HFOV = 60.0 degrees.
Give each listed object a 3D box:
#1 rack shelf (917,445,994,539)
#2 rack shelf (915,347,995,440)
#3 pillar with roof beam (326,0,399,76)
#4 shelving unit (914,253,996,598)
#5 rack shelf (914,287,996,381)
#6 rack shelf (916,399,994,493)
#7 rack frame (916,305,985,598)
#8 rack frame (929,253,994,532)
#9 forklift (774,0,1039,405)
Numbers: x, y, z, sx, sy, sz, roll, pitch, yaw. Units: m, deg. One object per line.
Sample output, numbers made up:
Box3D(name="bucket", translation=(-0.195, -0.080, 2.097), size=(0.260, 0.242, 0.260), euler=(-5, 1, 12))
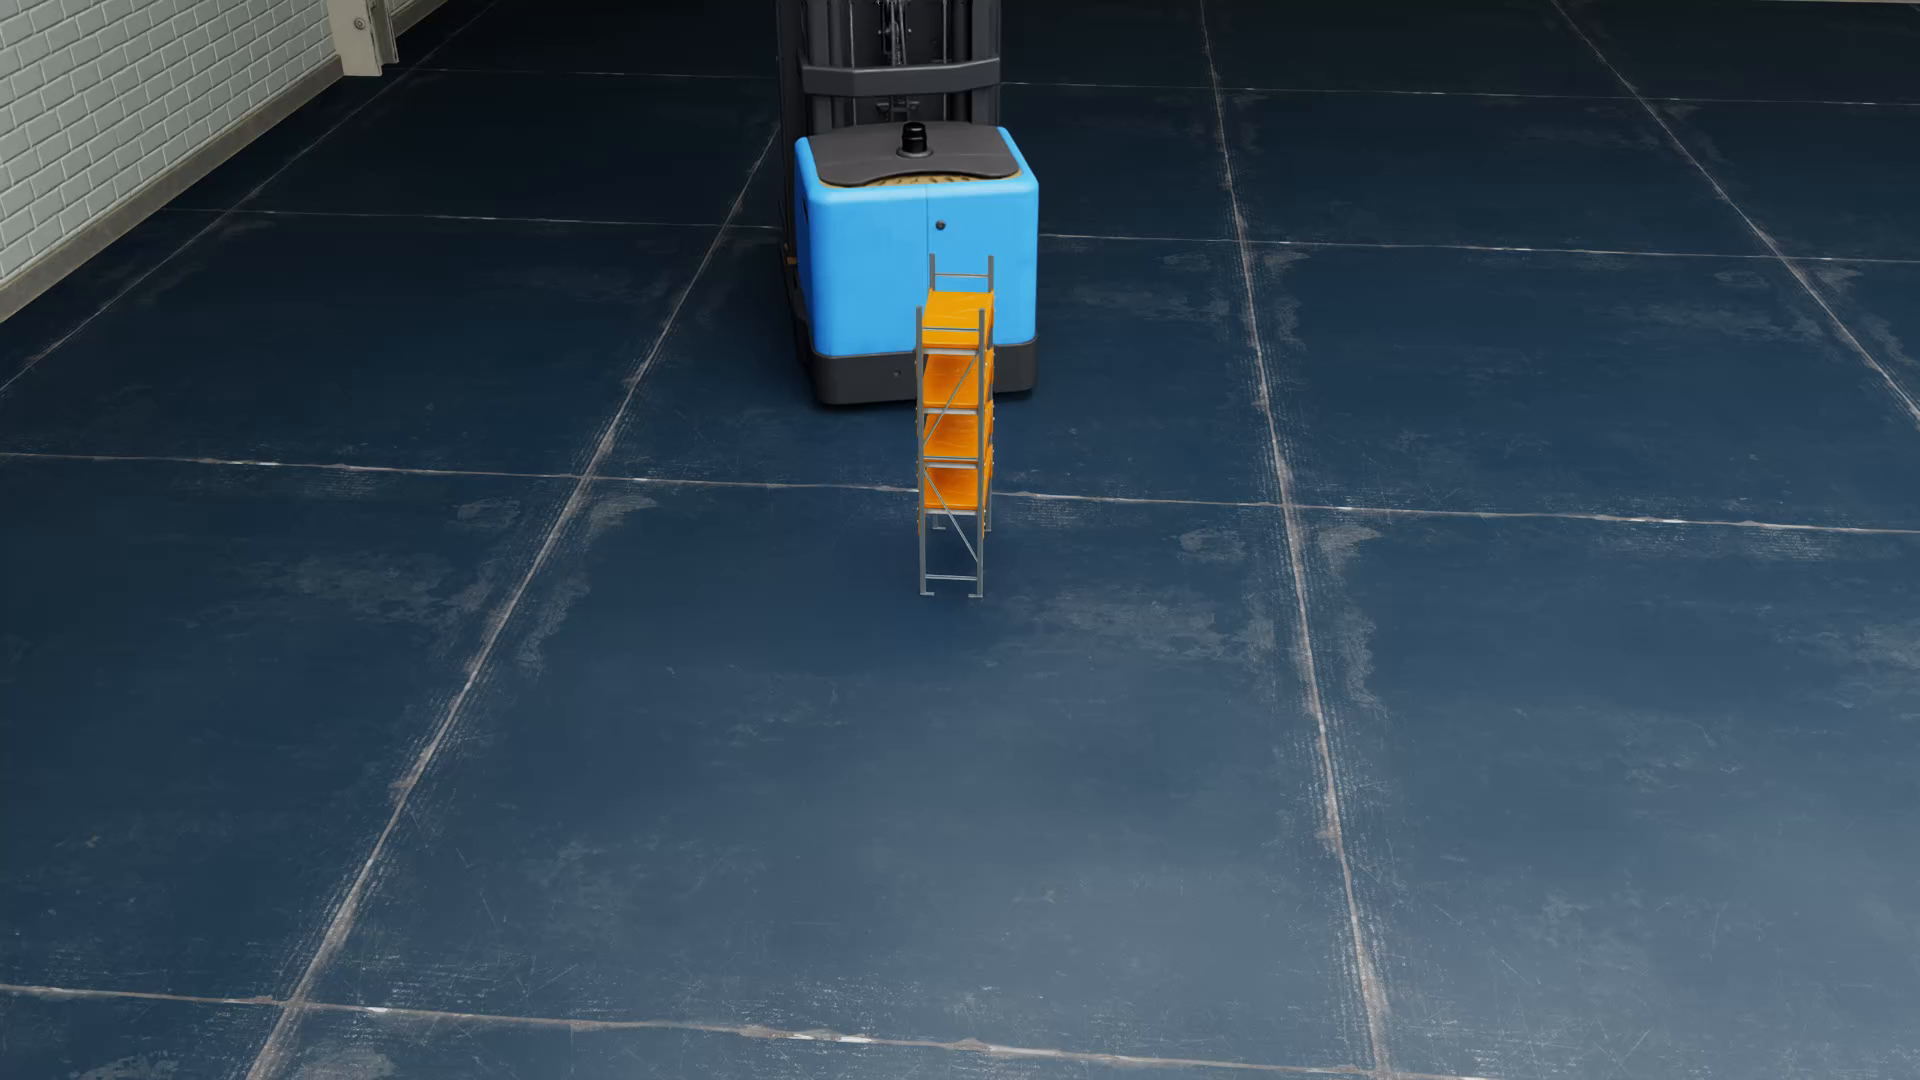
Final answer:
Box3D(name="rack shelf", translation=(-0.013, -0.198, 6.434), size=(0.258, 0.148, 0.480), euler=(2, 32, 4))
Box3D(name="rack shelf", translation=(-0.013, -0.557, 6.213), size=(0.258, 0.148, 0.480), euler=(2, 32, 4))
Box3D(name="pillar with roof beam", translation=(-0.150, -7.198, 9.853), size=(9.100, 9.000, 0.400), euler=(2, 32, 4))
Box3D(name="shelving unit", translation=(-0.013, -0.424, 6.295), size=(0.258, 1.200, 0.503), euler=(2, 32, 4))
Box3D(name="rack shelf", translation=(-0.013, -0.759, 6.089), size=(0.258, 0.148, 0.480), euler=(2, 32, 4))
Box3D(name="rack shelf", translation=(-0.013, -0.367, 6.330), size=(0.258, 0.148, 0.480), euler=(2, 32, 4))
Box3D(name="rack frame", translation=(-0.033, -0.297, 6.088), size=(0.240, 1.200, 0.015), euler=(2, 32, 4))
Box3D(name="rack frame", translation=(0.006, -0.552, 6.502), size=(0.240, 1.200, 0.015), euler=(2, 32, 4))
Box3D(name="forklift", translation=(-0.386, -2.626, 8.218), size=(1.130, 2.935, 3.031), euler=(-5, 32, -8))
